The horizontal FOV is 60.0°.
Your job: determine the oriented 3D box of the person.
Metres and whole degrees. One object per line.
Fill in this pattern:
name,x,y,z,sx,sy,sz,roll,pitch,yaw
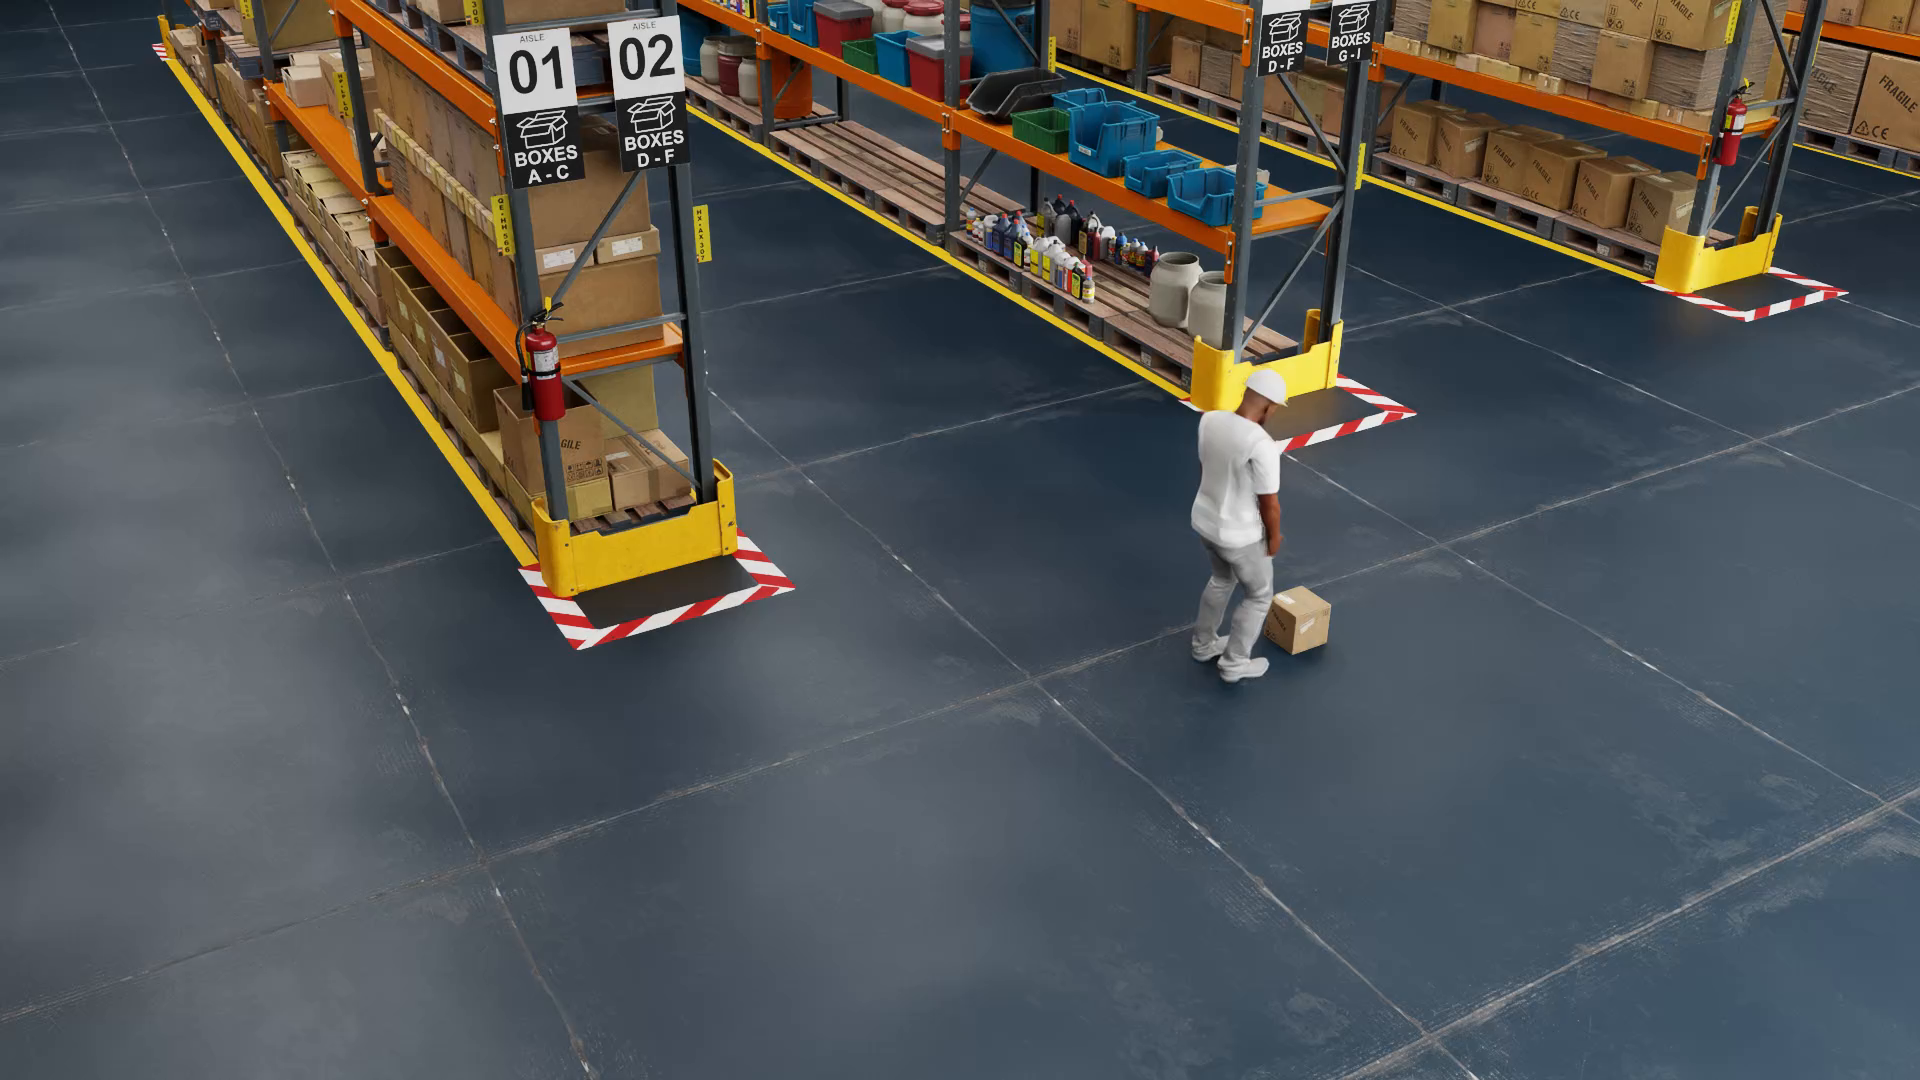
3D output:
person,1.462,-0.086,8.760,0.472,1.708,0.595,-15,32,-25
